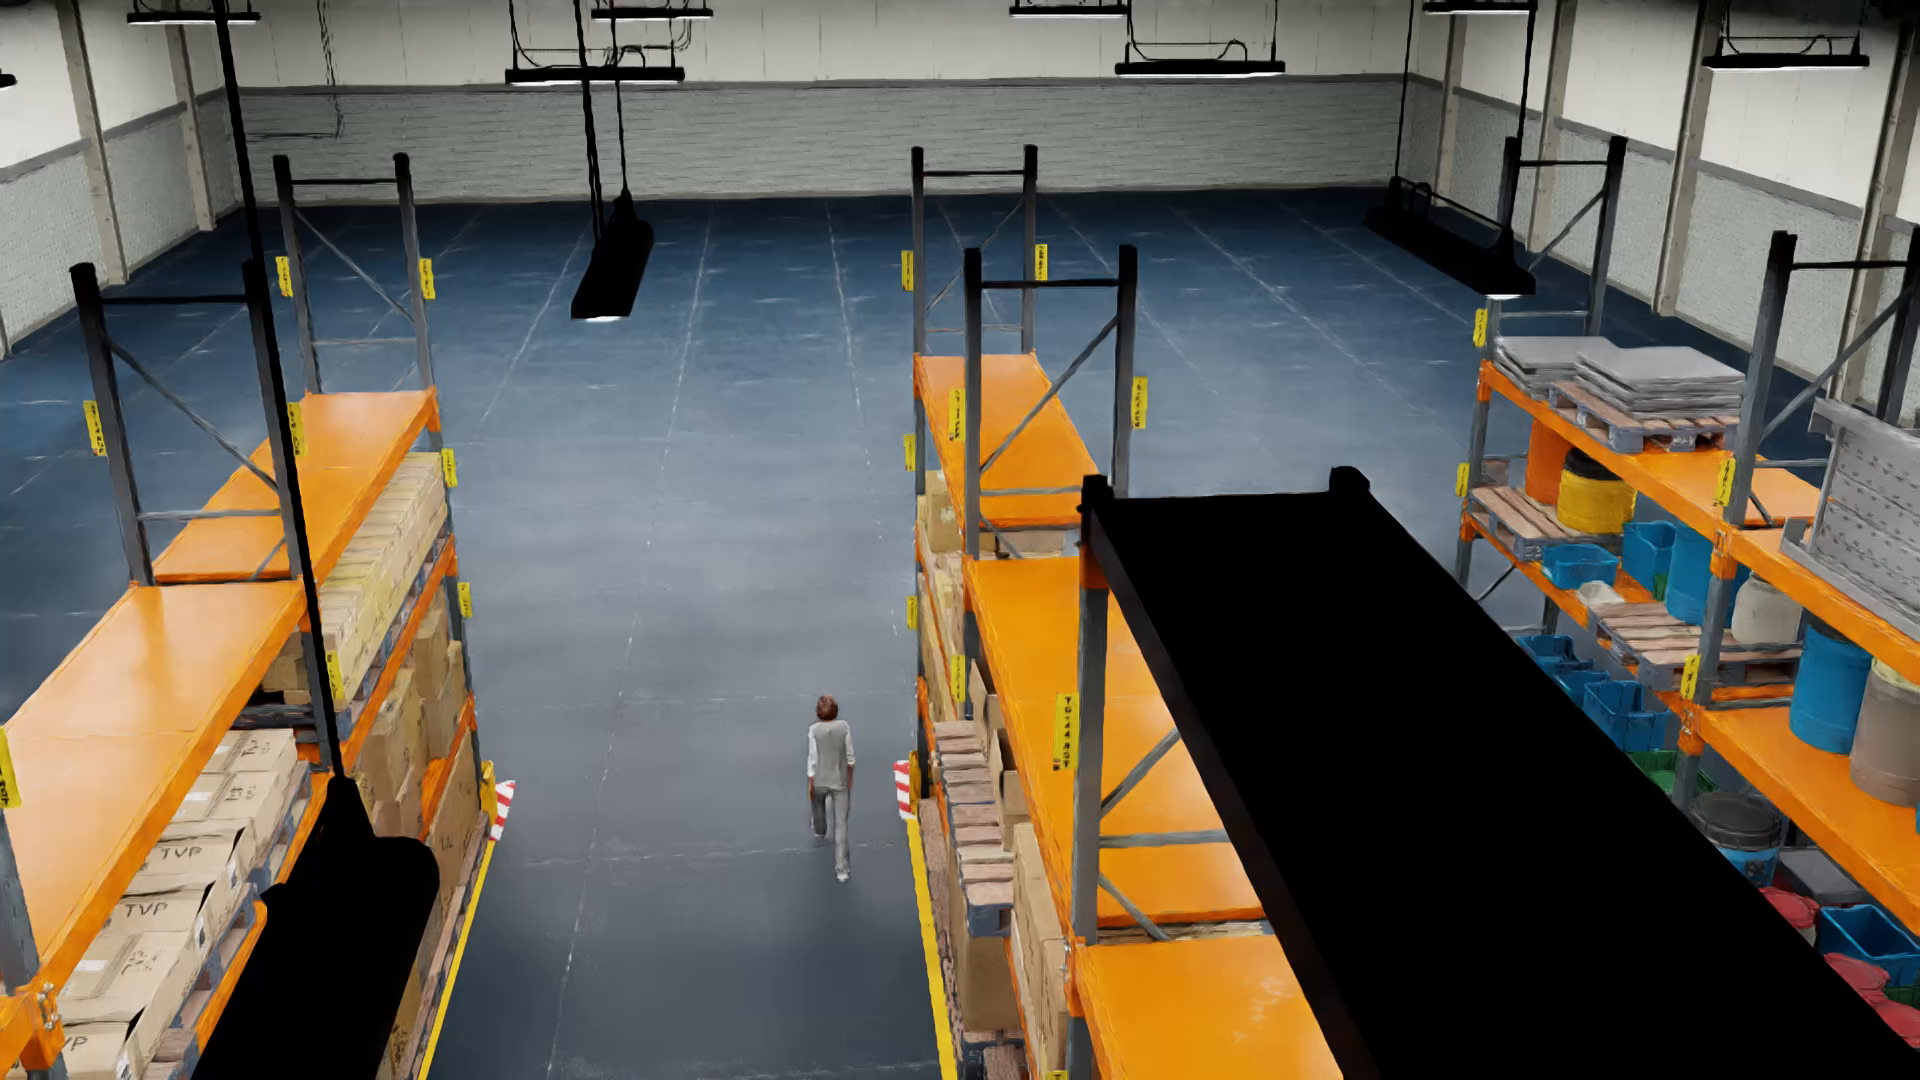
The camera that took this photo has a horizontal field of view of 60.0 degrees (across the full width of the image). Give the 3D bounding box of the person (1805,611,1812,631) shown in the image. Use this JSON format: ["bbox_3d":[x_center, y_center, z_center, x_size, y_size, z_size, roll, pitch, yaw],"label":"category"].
[{"bbox_3d":[8.841,0.924,16.879,0.413,1.762,0.710,2,22,5],"label":"person"}]

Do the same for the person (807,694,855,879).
[{"bbox_3d":[-1.110,2.053,14.361,0.419,1.505,1.037,-3,22,-7],"label":"person"}]
